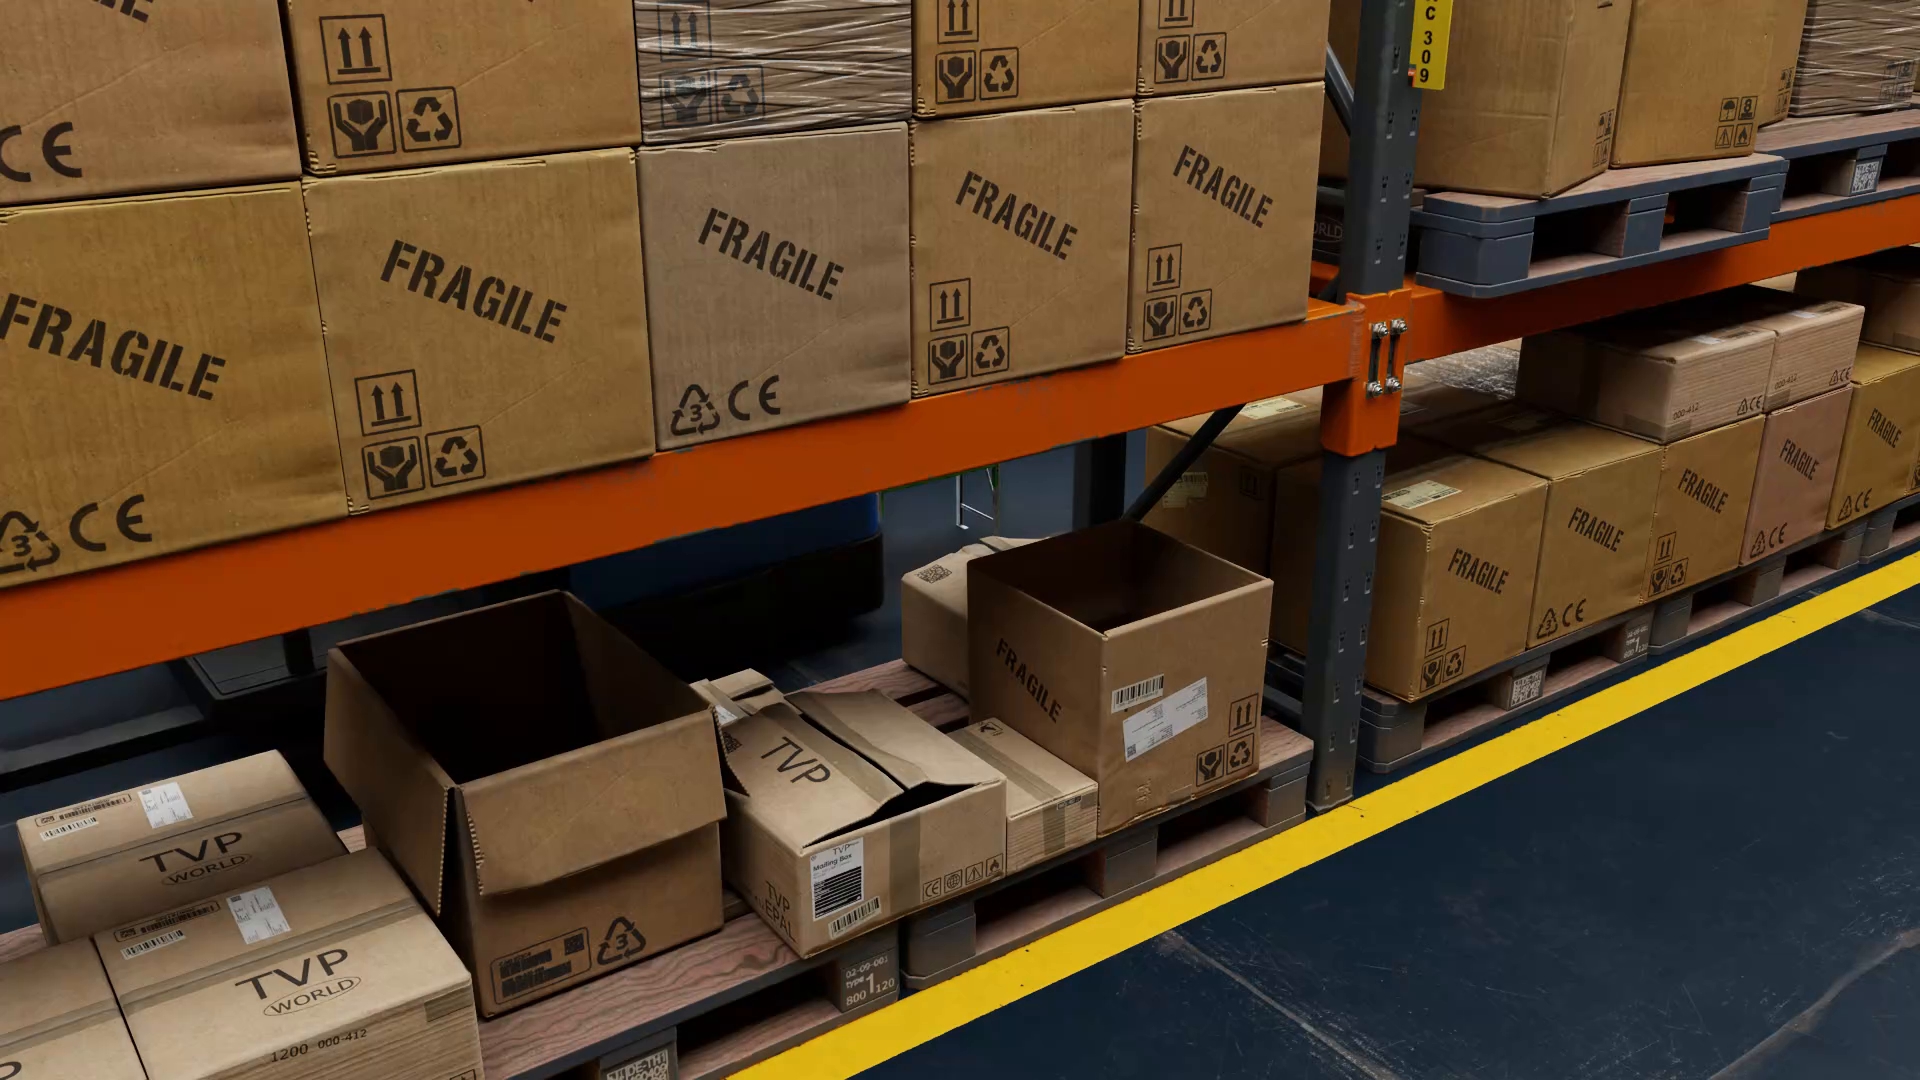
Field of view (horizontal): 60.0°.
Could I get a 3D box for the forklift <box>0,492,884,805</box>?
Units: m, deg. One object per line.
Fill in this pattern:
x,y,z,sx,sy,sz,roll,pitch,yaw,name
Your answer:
-1.720,-0.911,4.225,3.031,2.935,1.130,-16,27,-34,forklift

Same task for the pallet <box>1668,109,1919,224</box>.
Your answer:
2.328,-1.220,5.166,1.213,0.211,1.003,-15,26,-33,pallet

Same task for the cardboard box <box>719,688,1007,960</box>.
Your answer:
-0.249,0.550,3.506,0.500,0.311,0.500,-15,26,-33,cardboard box

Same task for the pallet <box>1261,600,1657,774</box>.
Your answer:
1.295,0.242,5.006,1.213,0.211,1.003,-15,26,-33,pallet

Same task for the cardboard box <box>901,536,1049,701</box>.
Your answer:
0.190,0.204,4.371,0.500,0.311,0.500,-15,26,-33,cardboard box

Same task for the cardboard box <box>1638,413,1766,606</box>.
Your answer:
2.028,-0.165,5.043,0.500,0.500,0.500,-15,26,-32,cardboard box

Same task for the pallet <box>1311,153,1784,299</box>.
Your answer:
1.369,-0.917,4.406,1.213,0.211,1.003,-15,26,-33,pallet

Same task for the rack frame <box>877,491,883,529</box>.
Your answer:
-0.332,-0.469,5.452,0.015,1.200,0.240,-15,26,-33,rack frame

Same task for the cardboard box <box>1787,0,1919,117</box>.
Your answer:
2.605,-1.662,5.314,0.500,0.500,0.700,-10,24,-23,cardboard box

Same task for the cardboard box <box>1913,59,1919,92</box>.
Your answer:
3.459,-1.803,5.666,0.700,0.500,0.500,14,26,32,cardboard box

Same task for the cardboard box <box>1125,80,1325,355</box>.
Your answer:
0.401,-0.727,3.536,0.500,0.500,0.500,-14,26,-32,cardboard box

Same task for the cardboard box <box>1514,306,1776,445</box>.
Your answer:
2.004,-0.505,4.883,0.500,0.250,0.500,-15,26,-33,cardboard box

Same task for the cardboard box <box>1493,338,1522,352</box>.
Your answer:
2.115,-0.426,5.696,0.500,0.500,0.500,-16,27,-35,cardboard box

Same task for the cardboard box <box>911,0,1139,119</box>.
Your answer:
-0.017,-1.078,3.066,0.500,0.500,0.500,-16,27,-34,cardboard box

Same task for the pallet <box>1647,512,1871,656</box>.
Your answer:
2.286,-0.024,5.671,1.213,0.211,1.003,-15,26,-33,pallet

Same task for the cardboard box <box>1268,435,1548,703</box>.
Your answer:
1.192,0.059,4.479,0.500,0.500,0.500,-16,27,-35,cardboard box

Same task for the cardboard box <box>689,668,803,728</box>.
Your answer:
-0.506,0.462,3.921,0.250,0.166,0.380,-15,26,-33,cardboard box

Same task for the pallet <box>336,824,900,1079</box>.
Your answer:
-0.892,0.843,3.498,1.213,0.211,1.003,-15,26,-33,pallet

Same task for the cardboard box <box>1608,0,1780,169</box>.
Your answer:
1.693,-1.311,4.432,0.500,0.500,0.700,-10,24,-25,cardboard box

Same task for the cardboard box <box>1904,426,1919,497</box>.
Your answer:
3.282,-0.502,5.886,0.500,0.500,0.500,-14,26,-31,cardboard box

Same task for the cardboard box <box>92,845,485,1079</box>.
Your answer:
-1.171,0.824,2.901,0.500,0.250,0.500,-15,26,-33,cardboard box

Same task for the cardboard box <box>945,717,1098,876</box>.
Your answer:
0.091,0.562,3.694,0.250,0.149,0.380,-15,26,-33,cardboard box

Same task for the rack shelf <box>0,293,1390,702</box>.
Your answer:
-0.966,-0.099,3.067,4.000,0.370,1.077,-15,26,-33,rack shelf

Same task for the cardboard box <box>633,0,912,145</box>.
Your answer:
-0.426,-0.969,2.793,0.500,0.500,0.500,-15,26,-32,cardboard box

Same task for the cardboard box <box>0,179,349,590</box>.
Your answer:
-1.251,-0.284,2.427,0.500,0.500,0.500,-15,26,-33,cardboard box

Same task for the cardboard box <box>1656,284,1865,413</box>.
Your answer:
2.411,-0.614,5.155,0.500,0.250,0.500,-16,26,-34,cardboard box

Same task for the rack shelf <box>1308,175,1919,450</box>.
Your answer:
2.280,-0.965,5.237,4.000,0.370,1.077,-15,26,-33,rack shelf

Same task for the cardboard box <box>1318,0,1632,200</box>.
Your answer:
1.172,-1.143,4.011,0.700,0.500,0.500,14,26,32,cardboard box

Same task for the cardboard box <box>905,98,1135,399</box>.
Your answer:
-0.017,-0.615,3.255,0.500,0.500,0.500,-14,26,-31,cardboard box

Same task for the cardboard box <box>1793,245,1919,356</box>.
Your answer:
3.239,-0.837,5.713,0.500,0.250,0.500,-14,26,-31,cardboard box

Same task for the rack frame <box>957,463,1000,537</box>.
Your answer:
0.064,-0.574,5.717,0.015,1.200,0.240,-15,26,-33,rack frame

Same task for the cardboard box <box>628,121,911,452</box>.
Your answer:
-0.432,-0.503,2.975,0.500,0.500,0.500,-14,26,-32,cardboard box

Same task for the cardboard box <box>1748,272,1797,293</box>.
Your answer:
3.368,-0.762,6.539,0.500,0.500,0.500,-14,26,-31,cardboard box

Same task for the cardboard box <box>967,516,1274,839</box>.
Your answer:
0.360,0.299,3.878,0.500,0.500,0.500,-15,26,-33,cardboard box

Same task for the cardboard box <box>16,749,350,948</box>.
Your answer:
-1.504,0.684,3.251,0.500,0.250,0.500,-15,26,-33,cardboard box

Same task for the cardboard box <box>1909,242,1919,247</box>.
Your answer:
4.185,-1.098,6.986,0.500,0.311,0.500,-14,26,-31,cardboard box

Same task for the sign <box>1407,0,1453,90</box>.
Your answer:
0.980,-1.106,3.454,0.005,0.325,0.100,-15,26,-33,sign

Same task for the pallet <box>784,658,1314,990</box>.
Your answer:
0.099,0.578,4.164,1.213,0.211,1.003,-15,26,-33,pallet

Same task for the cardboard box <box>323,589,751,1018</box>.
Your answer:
-0.865,0.497,3.377,0.637,0.503,0.797,-15,26,-33,cardboard box

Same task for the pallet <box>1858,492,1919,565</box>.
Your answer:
3.276,-0.286,6.329,1.213,0.211,1.003,-15,26,-33,pallet

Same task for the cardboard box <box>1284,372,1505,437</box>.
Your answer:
1.296,-0.207,5.146,0.500,0.500,0.500,-15,26,-33,cardboard box

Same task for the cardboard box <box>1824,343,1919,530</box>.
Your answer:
2.862,-0.390,5.606,0.500,0.500,0.500,-16,27,-35,cardboard box

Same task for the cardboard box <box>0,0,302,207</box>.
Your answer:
-1.247,-0.750,2.244,0.500,0.500,0.500,-15,26,-32,cardboard box

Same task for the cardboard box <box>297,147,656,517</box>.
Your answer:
-0.844,-0.392,2.696,0.500,0.500,0.500,-15,26,-32,cardboard box

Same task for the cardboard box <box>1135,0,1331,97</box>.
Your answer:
0.398,-1.189,3.346,0.500,0.500,0.500,-15,26,-33,cardboard box

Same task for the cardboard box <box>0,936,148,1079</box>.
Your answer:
-1.577,0.932,2.630,0.500,0.250,0.500,-15,26,-33,cardboard box

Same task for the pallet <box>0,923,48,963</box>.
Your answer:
-1.882,1.106,2.841,1.213,0.211,1.003,-15,26,-33,pallet

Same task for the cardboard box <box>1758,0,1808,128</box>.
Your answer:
2.055,-1.508,4.927,0.700,0.500,0.500,17,27,36,cardboard box

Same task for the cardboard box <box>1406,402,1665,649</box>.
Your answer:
1.618,-0.059,4.777,0.500,0.500,0.500,-14,26,-32,cardboard box

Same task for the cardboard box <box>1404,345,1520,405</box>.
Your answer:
1.704,-0.315,5.418,0.500,0.500,0.500,-15,26,-32,cardboard box

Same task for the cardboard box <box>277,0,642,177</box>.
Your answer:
-0.835,-0.860,2.520,0.500,0.500,0.500,-15,26,-33,cardboard box

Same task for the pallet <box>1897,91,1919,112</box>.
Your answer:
3.395,-1.475,5.804,1.003,0.211,1.213,-15,26,-33,pallet

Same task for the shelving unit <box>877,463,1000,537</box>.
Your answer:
-0.134,-0.521,5.584,0.503,1.200,0.258,-15,26,-33,shelving unit

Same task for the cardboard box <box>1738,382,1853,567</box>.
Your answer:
2.439,-0.275,5.316,0.500,0.500,0.500,-16,27,-35,cardboard box

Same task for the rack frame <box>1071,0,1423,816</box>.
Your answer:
0.657,-0.866,4.019,0.127,3.000,1.000,-15,26,-33,rack frame

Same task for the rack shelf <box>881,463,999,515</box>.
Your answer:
-0.134,-0.239,5.697,0.480,0.148,0.258,-15,26,-33,rack shelf

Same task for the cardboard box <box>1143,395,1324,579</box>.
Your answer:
0.890,-0.102,4.884,0.500,0.500,0.500,-15,26,-33,cardboard box
